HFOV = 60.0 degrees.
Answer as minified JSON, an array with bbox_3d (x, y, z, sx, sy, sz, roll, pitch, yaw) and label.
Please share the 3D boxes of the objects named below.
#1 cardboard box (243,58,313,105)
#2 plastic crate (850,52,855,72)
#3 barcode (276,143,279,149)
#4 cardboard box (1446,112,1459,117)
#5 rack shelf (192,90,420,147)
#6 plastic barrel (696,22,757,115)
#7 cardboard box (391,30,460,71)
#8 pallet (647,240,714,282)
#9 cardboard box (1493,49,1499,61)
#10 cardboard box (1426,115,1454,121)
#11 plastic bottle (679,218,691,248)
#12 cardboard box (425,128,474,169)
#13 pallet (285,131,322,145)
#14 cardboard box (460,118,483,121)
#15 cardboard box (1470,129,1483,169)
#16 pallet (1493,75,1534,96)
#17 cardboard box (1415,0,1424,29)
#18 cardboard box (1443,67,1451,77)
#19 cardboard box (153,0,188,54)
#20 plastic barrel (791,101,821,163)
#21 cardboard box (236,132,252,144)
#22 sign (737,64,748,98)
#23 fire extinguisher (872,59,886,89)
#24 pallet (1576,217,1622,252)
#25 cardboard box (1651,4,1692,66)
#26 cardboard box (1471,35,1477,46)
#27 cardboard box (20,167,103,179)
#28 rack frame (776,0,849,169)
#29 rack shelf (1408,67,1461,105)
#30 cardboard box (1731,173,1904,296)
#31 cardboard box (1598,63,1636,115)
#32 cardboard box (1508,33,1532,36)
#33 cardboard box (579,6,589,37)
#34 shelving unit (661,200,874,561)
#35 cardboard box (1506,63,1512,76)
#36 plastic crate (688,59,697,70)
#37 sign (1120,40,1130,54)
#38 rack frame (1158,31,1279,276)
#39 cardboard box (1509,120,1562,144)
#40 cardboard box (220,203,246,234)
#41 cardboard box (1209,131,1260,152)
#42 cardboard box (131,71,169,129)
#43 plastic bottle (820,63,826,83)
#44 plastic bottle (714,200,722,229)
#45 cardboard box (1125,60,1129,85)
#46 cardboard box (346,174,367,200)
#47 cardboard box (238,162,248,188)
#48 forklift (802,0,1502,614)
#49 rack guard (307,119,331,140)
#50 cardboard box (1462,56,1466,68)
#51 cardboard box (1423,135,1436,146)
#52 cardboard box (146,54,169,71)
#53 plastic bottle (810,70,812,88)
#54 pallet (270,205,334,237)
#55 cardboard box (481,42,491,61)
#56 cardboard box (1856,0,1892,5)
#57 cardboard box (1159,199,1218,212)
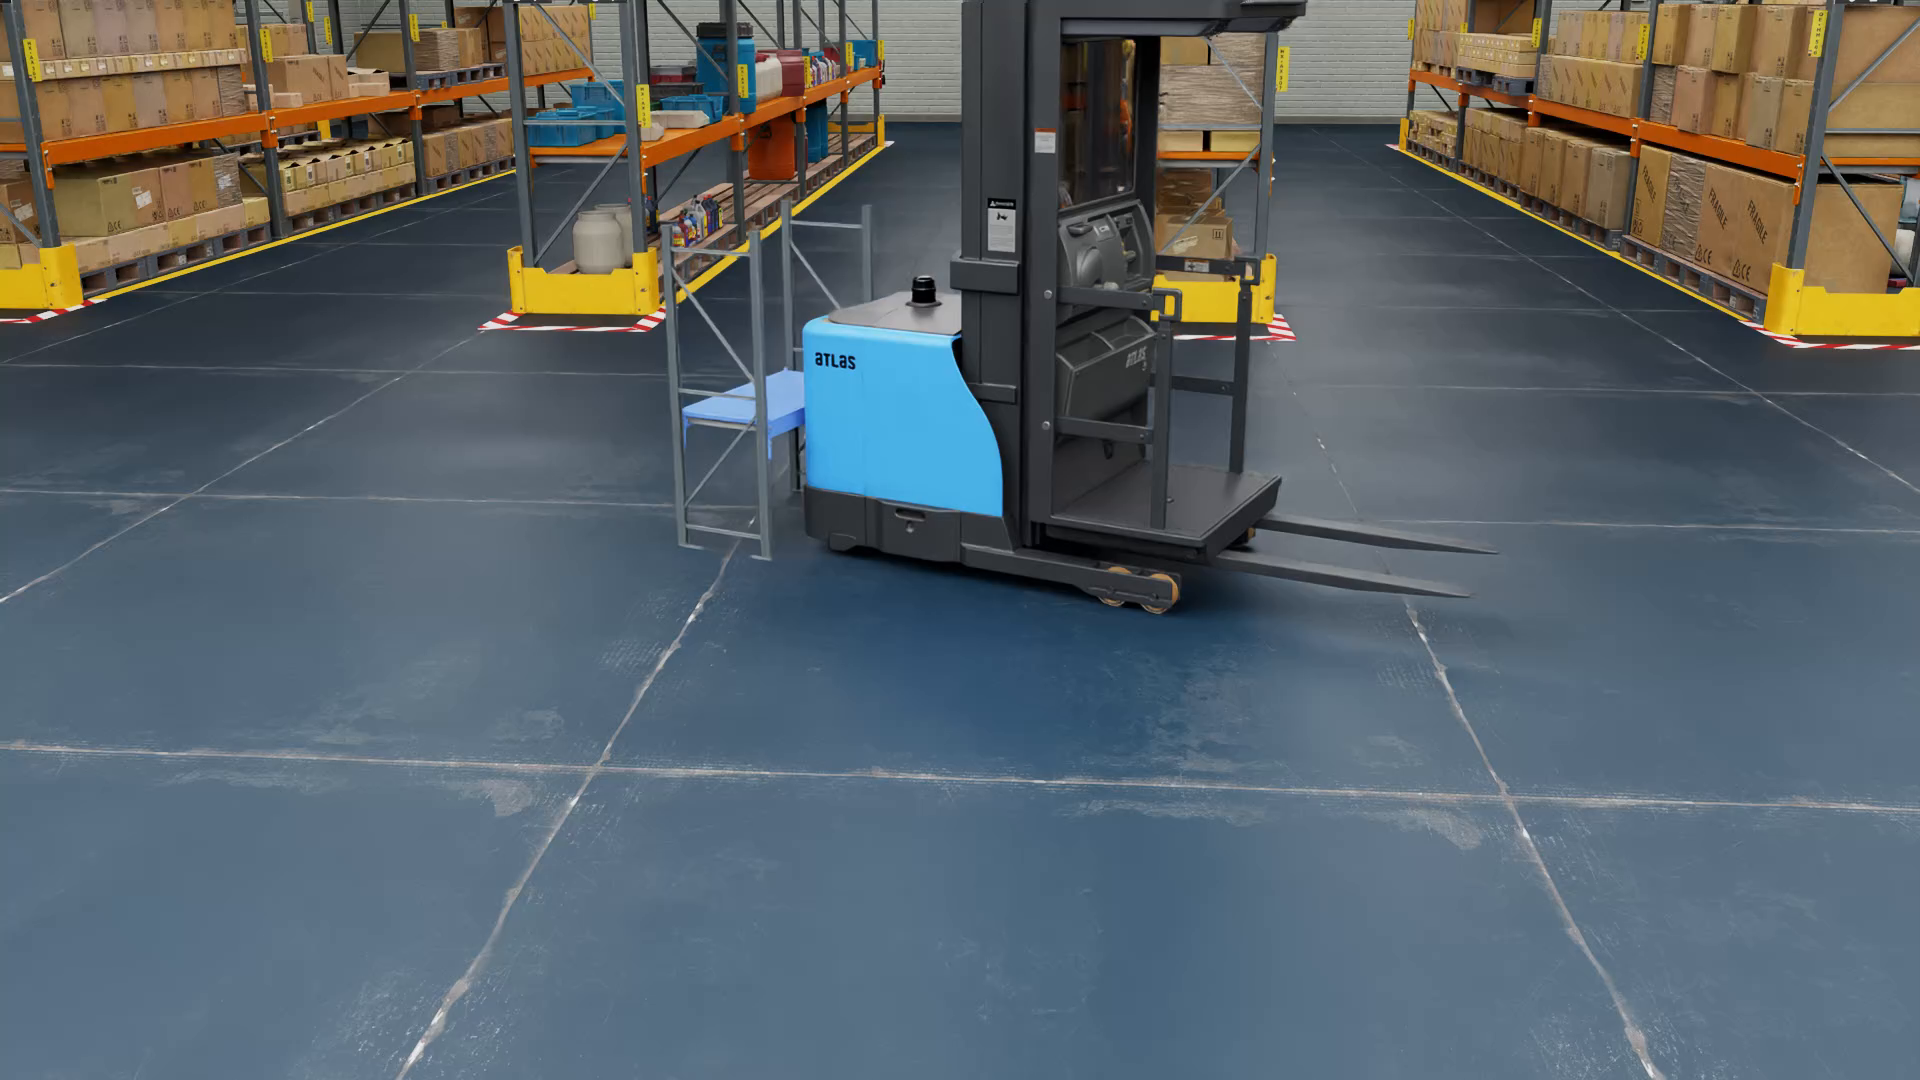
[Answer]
[{"bbox_3d":[-7.580,-5.096,18.498,0.500,0.500,0.500,3,18,8],"label":"cardboard box"},{"bbox_3d":[-1.882,-7.462,25.973,0.437,0.282,0.530,1,18,4],"label":"plastic crate"},{"bbox_3d":[-7.255,-4.194,17.672,0.001,0.075,0.075,1,18,4],"label":"barcode"},{"bbox_3d":[8.132,-6.890,27.082,0.380,0.149,0.250,2,18,5],"label":"cardboard box"},{"bbox_3d":[-7.545,-4.926,19.295,1.077,0.370,4.000,1,18,4],"label":"rack shelf"},{"bbox_3d":[-2.419,-4.887,17.214,0.600,0.901,0.708,1,18,4],"label":"plastic barrel"},{"bbox_3d":[-7.213,-6.614,22.456,0.700,0.500,0.500,5,19,14],"label":"cardboard box"},{"bbox_3d":[-2.923,-2.622,15.587,1.003,0.211,1.213,1,18,4],"label":"pallet"},{"bbox_3d":[7.072,-6.230,21.369,0.380,0.149,0.250,1,18,4],"label":"cardboard box"},{"bbox_3d":[7.605,-6.653,26.359,0.380,0.149,0.250,2,18,6],"label":"cardboard box"},{"bbox_3d":[-2.570,-2.868,15.533,0.097,0.271,0.097,0,18,0],"label":"plastic bottle"},{"bbox_3d":[-7.011,-5.364,22.783,0.500,0.500,0.500,1,18,3],"label":"cardboard box"},{"bbox_3d":[-11.749,-6.908,28.666,1.003,0.211,1.213,1,18,4],"label":"pallet"},{"bbox_3d":[-7.393,-6.008,24.749,0.500,0.500,0.500,0,18,1],"label":"cardboard box"},{"bbox_3d":[7.352,-5.391,22.898,0.500,0.500,0.500,2,18,6],"label":"cardboard box"},{"bbox_3d":[7.363,-5.657,20.679,1.213,0.211,1.003,1,18,4],"label":"pallet"},{"bbox_3d":[7.695,-8.540,26.924,0.500,0.500,0.500,1,18,4],"label":"cardboard box"},{"bbox_3d":[7.513,-7.070,25.087,0.380,0.149,0.250,1,18,2],"label":"cardboard box"},{"bbox_3d":[-7.786,-4.860,15.695,0.700,0.500,0.500,1,18,4],"label":"cardboard box"},{"bbox_3d":[-2.282,-5.834,23.605,0.600,0.901,0.708,1,18,4],"label":"plastic barrel"},{"bbox_3d":[-11.861,-6.639,26.705,0.700,0.500,0.500,1,18,3],"label":"cardboard box"},{"bbox_3d":[-2.200,-4.651,16.855,0.100,0.325,0.005,1,18,4],"label":"sign"},{"bbox_3d":[-1.424,-8.085,28.502,0.296,0.674,0.183,1,18,4],"label":"fire extinguisher"},{"bbox_3d":[7.112,-3.199,17.346,1.003,0.211,1.213,1,18,4],"label":"pallet"},{"bbox_3d":[7.071,-4.753,15.636,0.875,0.550,0.550,1,18,4],"label":"cardboard box"},{"bbox_3d":[7.163,-6.774,22.553,0.380,0.149,0.250,1,18,3],"label":"cardboard box"},{"bbox_3d":[-8.177,-3.138,15.219,0.500,0.500,0.500,1,18,4],"label":"cardboard box"},{"bbox_3d":[-2.175,-7.020,24.529,1.000,3.000,0.127,1,18,4],"label":"rack frame"},{"bbox_3d":[7.849,-7.046,25.766,1.077,0.370,4.000,1,18,4],"label":"rack shelf"},{"bbox_3d":[6.828,-2.442,13.296,0.875,0.875,0.875,1,18,4],"label":"cardboard box"},{"bbox_3d":[6.939,-4.655,17.151,0.500,0.500,0.500,1,18,3],"label":"cardboard box"},{"bbox_3d":[7.871,-7.001,23.245,0.380,0.149,0.250,2,18,6],"label":"cardboard box"},{"bbox_3d":[-6.586,-8.752,28.049,0.500,0.500,0.500,1,18,3],"label":"cardboard box"},{"bbox_3d":[-0.874,-0.795,7.941,0.538,1.500,1.048,8,20,24],"label":"shelving unit"},{"bbox_3d":[7.015,-5.845,20.674,0.380,0.149,0.250,1,18,4],"label":"cardboard box"},{"bbox_3d":[-2.883,-5.313,19.217,0.402,0.464,0.583,1,18,4],"label":"plastic crate"},{"bbox_3d":[1.638,-4.986,16.463,0.100,0.325,0.005,1,18,4],"label":"sign"},{"bbox_3d":[1.905,-3.182,12.817,1.000,3.000,0.127,1,18,4],"label":"rack frame"},{"bbox_3d":[7.206,-5.111,20.840,0.500,0.250,0.500,1,18,3],"label":"cardboard box"},{"bbox_3d":[-7.550,-3.236,16.722,0.500,0.250,0.500,1,18,4],"label":"cardboard box"},{"bbox_3d":[2.163,-3.146,13.110,0.380,0.149,0.250,1,18,4],"label":"cardboard box"},{"bbox_3d":[-7.821,-4.078,15.389,0.700,0.500,0.500,2,18,6],"label":"cardboard box"},{"bbox_3d":[-1.953,-6.519,23.201,0.152,0.276,0.135,1,18,4],"label":"plastic bottle"},{"bbox_3d":[-2.454,-3.297,16.822,0.061,0.283,0.133,2,18,7],"label":"plastic bottle"},{"bbox_3d":[2.129,-5.280,18.785,0.500,0.250,0.500,1,18,2],"label":"cardboard box"},{"bbox_3d":[-7.303,-4.137,19.473,0.500,0.250,0.500,2,18,5],"label":"cardboard box"},{"bbox_3d":[-7.946,-3.938,17.966,0.500,0.311,0.500,1,18,4],"label":"cardboard box"},{"bbox_3d":[0.819,-1.272,7.098,3.031,2.935,1.130,9,20,26],"label":"forklift"},{"bbox_3d":[-11.768,-7.303,29.407,1.175,0.500,0.348,1,18,4],"label":"rack guard"},{"bbox_3d":[7.204,-6.649,23.126,0.380,0.149,0.250,2,18,5],"label":"cardboard box"},{"bbox_3d":[7.532,-6.304,26.250,0.380,0.149,0.250,0,18,1],"label":"cardboard box"},{"bbox_3d":[-7.603,-4.436,15.443,0.380,0.149,0.250,2,18,6],"label":"cardboard box"},{"bbox_3d":[-2.013,-6.136,22.037,0.097,0.271,0.097,0,18,0],"label":"plastic bottle"},{"bbox_3d":[-7.675,-3.551,18.422,1.003,0.211,1.213,1,18,4],"label":"pallet"},{"bbox_3d":[-7.335,-7.340,25.346,0.500,0.500,0.500,2,18,5],"label":"cardboard box"},{"bbox_3d":[12.931,-7.611,23.526,0.380,0.149,0.250,1,18,3],"label":"cardboard box"},{"bbox_3d":[2.039,-2.768,14.893,0.500,0.500,0.500,3,18,9],"label":"cardboard box"}]
